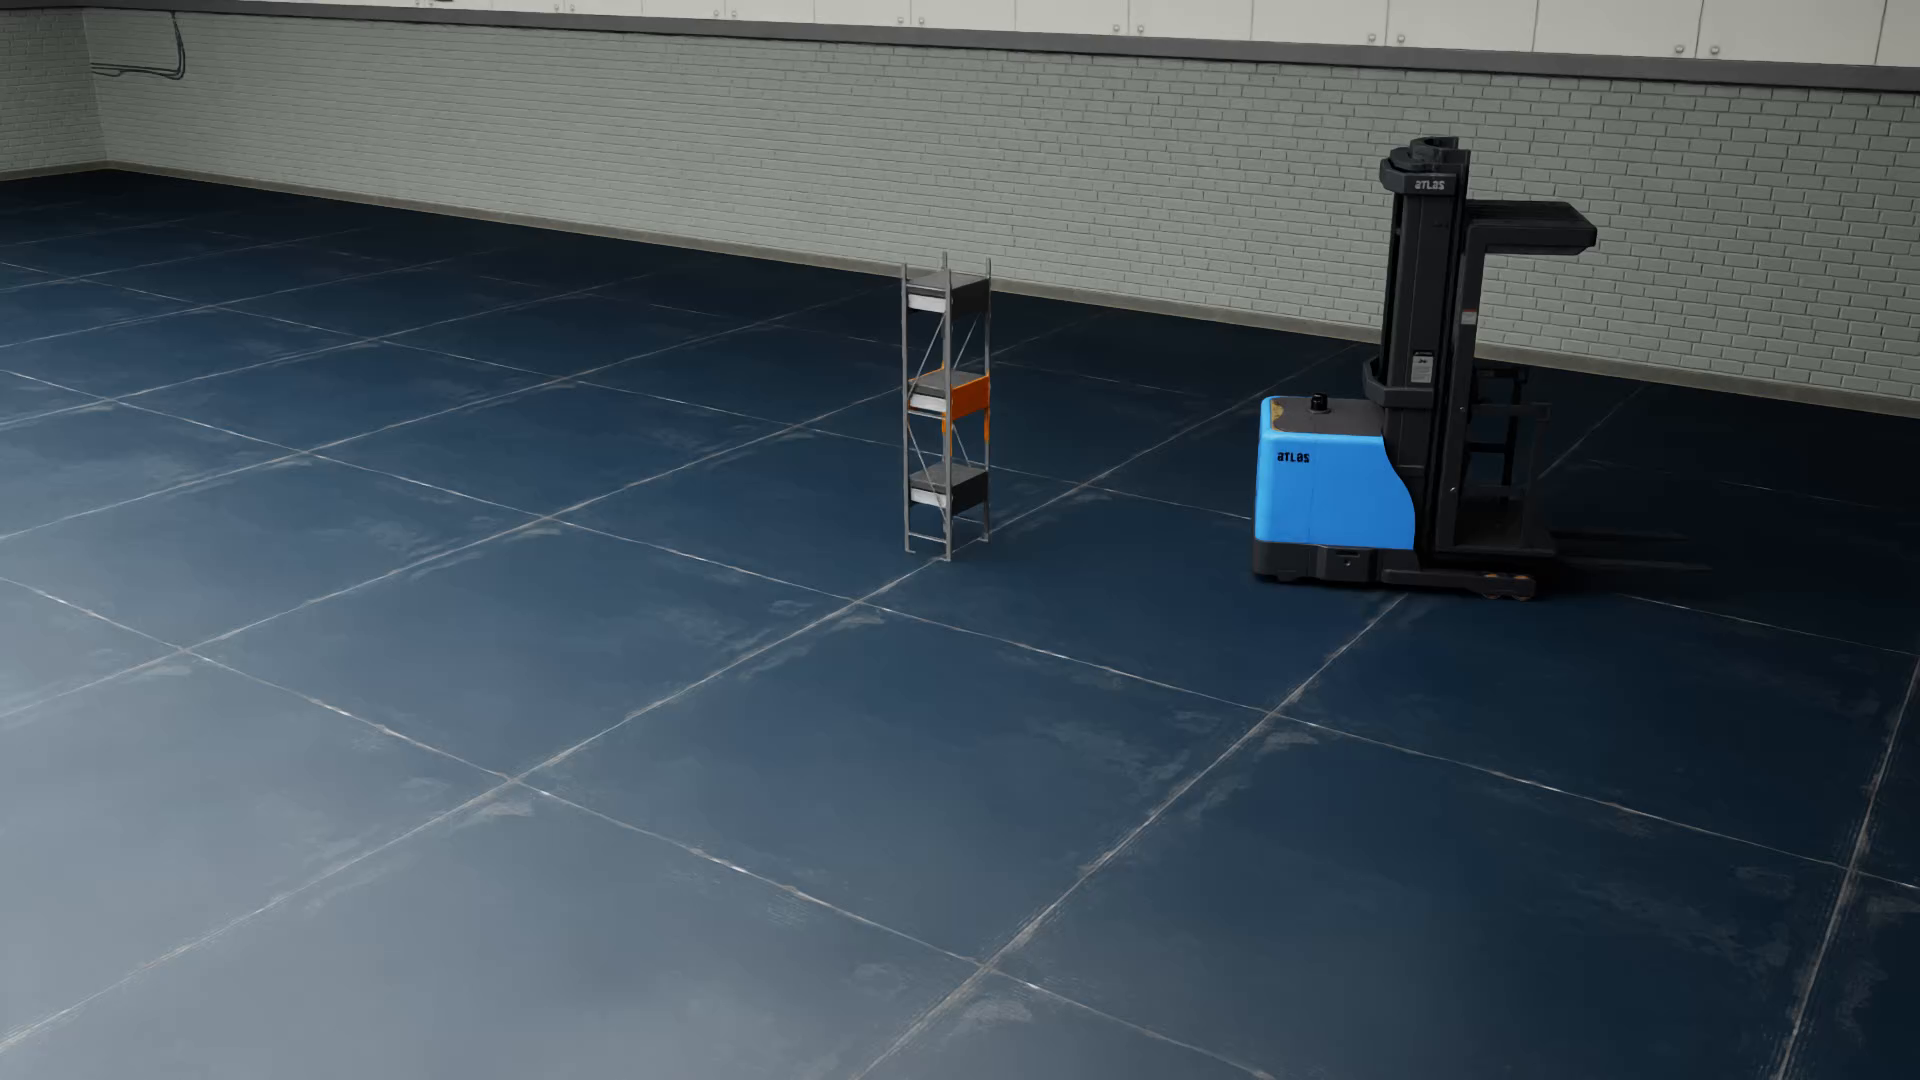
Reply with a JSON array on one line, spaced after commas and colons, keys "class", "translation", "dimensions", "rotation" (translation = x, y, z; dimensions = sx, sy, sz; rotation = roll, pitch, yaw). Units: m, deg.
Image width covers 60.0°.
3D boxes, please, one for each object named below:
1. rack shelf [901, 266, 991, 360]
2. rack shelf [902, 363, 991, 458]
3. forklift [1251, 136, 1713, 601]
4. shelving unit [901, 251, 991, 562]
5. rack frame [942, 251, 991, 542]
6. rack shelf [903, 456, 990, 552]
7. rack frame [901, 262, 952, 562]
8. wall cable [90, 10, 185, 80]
[{"class": "rack shelf", "translation": [-0.093, -1.581, 11.534], "dimensions": [0.431, 0.518, 0.480], "rotation": [13, 24, 32]}, {"class": "rack shelf", "translation": [-0.093, -0.925, 11.777], "dimensions": [0.431, 0.518, 0.480], "rotation": [13, 24, 32]}, {"class": "forklift", "translation": [3.580, -1.166, 11.193], "dimensions": [3.031, 2.935, 1.130], "rotation": [3, 21, 9]}, {"class": "shelving unit", "translation": [-0.093, -0.937, 11.772], "dimensions": [0.431, 2.100, 0.503], "rotation": [13, 24, 32]}, {"class": "rack frame", "translation": [0.044, -1.007, 11.962], "dimensions": [0.400, 2.100, 0.015], "rotation": [13, 24, 32]}, {"class": "rack shelf", "translation": [-0.093, -0.268, 12.020], "dimensions": [0.431, 0.518, 0.480], "rotation": [13, 24, 32]}, {"class": "rack frame", "translation": [-0.230, -0.867, 11.583], "dimensions": [0.400, 2.100, 0.015], "rotation": [13, 24, 32]}, {"class": "wall cable", "translation": [-14.678, -9.403, 29.190], "dimensions": [3.097, 2.526, 0.112], "rotation": [13, 24, 32]}]
